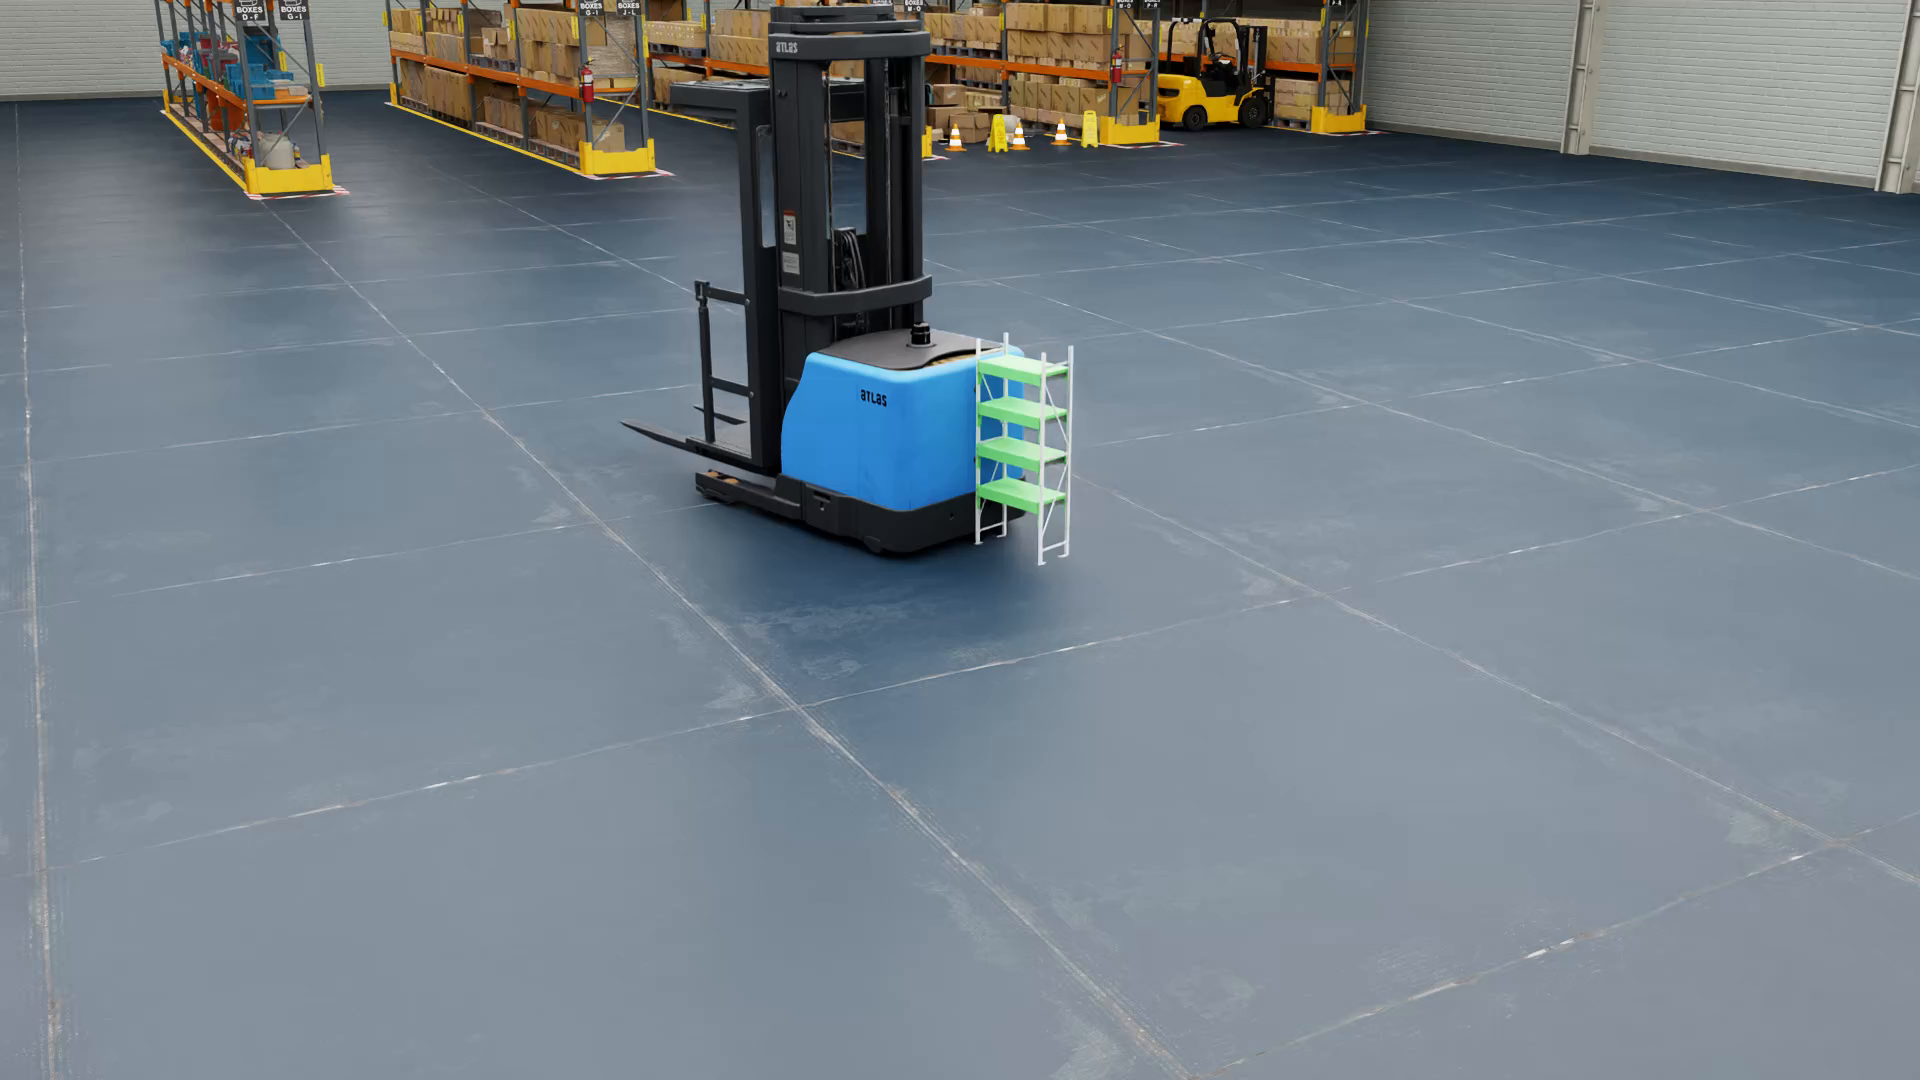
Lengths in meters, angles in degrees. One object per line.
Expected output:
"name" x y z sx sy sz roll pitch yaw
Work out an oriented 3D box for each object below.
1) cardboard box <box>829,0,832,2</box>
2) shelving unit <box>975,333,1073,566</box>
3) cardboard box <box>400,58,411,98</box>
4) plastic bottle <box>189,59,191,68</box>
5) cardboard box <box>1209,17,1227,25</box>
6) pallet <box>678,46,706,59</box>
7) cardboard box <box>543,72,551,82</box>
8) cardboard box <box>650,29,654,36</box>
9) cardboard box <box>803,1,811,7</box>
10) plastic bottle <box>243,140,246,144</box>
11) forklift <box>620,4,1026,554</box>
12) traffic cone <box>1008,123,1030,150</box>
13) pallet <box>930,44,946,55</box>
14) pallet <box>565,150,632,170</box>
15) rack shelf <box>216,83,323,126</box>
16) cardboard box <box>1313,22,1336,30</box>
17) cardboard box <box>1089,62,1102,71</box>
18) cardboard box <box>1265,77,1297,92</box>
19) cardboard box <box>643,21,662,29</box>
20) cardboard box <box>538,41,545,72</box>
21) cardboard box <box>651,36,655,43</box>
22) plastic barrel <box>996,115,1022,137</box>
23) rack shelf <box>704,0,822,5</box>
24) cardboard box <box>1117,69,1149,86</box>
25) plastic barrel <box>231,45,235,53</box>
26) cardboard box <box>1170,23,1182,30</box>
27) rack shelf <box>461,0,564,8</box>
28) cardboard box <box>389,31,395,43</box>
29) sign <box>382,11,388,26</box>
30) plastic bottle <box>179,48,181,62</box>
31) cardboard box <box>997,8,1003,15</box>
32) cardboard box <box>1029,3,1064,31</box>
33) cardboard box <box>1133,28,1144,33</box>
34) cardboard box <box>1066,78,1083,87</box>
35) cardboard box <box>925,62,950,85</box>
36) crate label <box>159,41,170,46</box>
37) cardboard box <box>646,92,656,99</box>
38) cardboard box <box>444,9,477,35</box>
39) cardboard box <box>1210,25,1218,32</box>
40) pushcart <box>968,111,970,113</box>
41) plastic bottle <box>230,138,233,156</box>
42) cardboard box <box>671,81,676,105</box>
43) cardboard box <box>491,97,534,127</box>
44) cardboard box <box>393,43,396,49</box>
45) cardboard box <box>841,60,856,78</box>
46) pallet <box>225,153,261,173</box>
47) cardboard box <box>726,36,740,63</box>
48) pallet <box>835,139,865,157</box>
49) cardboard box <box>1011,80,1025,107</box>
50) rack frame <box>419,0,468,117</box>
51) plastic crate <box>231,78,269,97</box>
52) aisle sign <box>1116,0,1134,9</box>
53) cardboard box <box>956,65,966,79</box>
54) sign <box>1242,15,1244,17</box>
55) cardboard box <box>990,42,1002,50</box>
"cardboard box" -3.033 -13.366 41.086 0.380 0.149 0.250 -10 21 -27
"shelving unit" 0.351 -0.509 9.266 0.258 1.200 0.503 -18 26 -42
"cardboard box" -12.714 -10.971 39.439 0.875 0.875 0.875 -10 21 -27
"plastic bottle" -14.687 -9.138 31.819 0.097 0.201 0.097 0 19 0
"cardboard box" 5.589 -11.165 35.785 0.380 0.149 0.250 -10 21 -26
"pallet" -5.308 -10.488 35.721 1.213 0.211 1.003 -10 21 -27
"cardboard box" -6.828 -7.847 28.160 0.380 0.149 0.250 -10 21 -27
"cardboard box" -6.745 -11.427 37.433 0.380 0.149 0.250 -9 21 -25
"cardboard box" -3.649 -13.384 42.133 0.500 0.500 0.500 -10 21 -26
"plastic bottle" -11.555 -6.335 26.900 0.097 0.271 0.097 0 19 0
"forklift" -1.007 -1.705 10.080 1.130 2.935 3.031 -18 26 -42
"traffic cone" 1.076 -7.345 30.207 0.336 0.463 0.334 -10 21 -27
"pallet" -0.135 -10.907 36.937 1.213 0.211 1.003 -10 21 -27
"pallet" -5.881 -6.297 27.557 1.003 0.211 1.213 -10 21 -27
"rack shelf" -10.799 -6.822 25.905 1.077 0.370 4.000 -10 21 -27
"cardboard box" 7.242 -10.224 33.059 0.380 0.149 0.250 -10 21 -27
"cardboard box" 2.648 -8.901 31.212 0.380 0.149 0.250 -10 22 -27
"cardboard box" 6.609 -9.404 34.324 0.500 0.250 0.500 -10 21 -26
"cardboard box" -6.993 -11.715 37.814 0.380 0.149 0.250 -9 21 -24
"cardboard box" -6.698 -8.275 28.405 0.875 0.500 0.500 -10 21 -27
"cardboard box" -6.741 -11.283 37.473 0.380 0.149 0.250 -10 21 -26
"plastic barrel" 0.918 -8.030 32.254 0.512 0.421 0.421 4 19 11
"rack shelf" -3.926 -10.894 33.109 1.077 0.370 4.000 -10 21 -27
"cardboard box" 4.083 -10.851 39.476 0.875 0.625 0.625 -9 21 -25
"plastic barrel" -12.771 -8.554 29.650 0.421 0.512 0.421 0 19 0
"cardboard box" 4.891 -11.430 37.010 0.380 0.149 0.250 -11 22 -28
"rack shelf" -8.339 -10.155 30.966 1.077 0.370 4.000 -10 21 -27
"cardboard box" -13.098 -11.838 39.113 0.500 0.250 0.500 -11 22 -28
"sign" -13.579 -12.310 39.259 0.100 0.325 0.005 -10 21 -27
"plastic bottle" -15.749 -9.806 33.629 0.061 0.283 0.133 -10 21 -27
"cardboard box" 0.813 -11.217 35.291 0.380 0.149 0.250 -9 21 -24
"cardboard box" 1.788 -10.240 32.567 0.700 0.500 0.500 -11 22 -28
"cardboard box" 4.264 -11.659 38.285 0.500 0.250 0.500 -11 22 -28
"cardboard box" 2.271 -8.807 31.982 0.380 0.149 0.250 -10 21 -26
"cardboard box" -0.822 -10.591 38.341 0.875 0.875 0.875 -10 22 -27
"crate label" -17.619 -11.008 37.099 0.416 0.233 0.303 -10 21 -27
"cardboard box" -7.261 -10.449 39.042 0.380 0.149 0.250 -10 21 -26
"cardboard box" -10.253 -10.764 34.536 0.797 0.503 0.637 -9 21 -25
"cardboard box" 5.618 -11.030 35.849 0.380 0.149 0.250 -10 22 -28
"pushcart" -0.651 -8.431 33.486 0.936 0.377 1.648 16 25 39
"plastic bottle" -11.805 -6.408 27.105 0.152 0.276 0.135 -9 21 -25
"cardboard box" -6.145 -10.002 37.209 0.500 0.500 0.500 -10 21 -26
"cardboard box" -8.679 -8.331 32.334 0.700 0.500 0.500 -12 22 -31
"cardboard box" -13.087 -11.603 39.042 0.380 0.149 0.250 -10 22 -27
"cardboard box" -1.573 -8.419 29.201 0.875 0.550 0.550 -10 21 -27
"pallet" -11.466 -6.218 27.329 1.003 0.211 1.213 -10 21 -27
"cardboard box" -4.417 -9.977 33.792 0.500 0.500 0.500 -10 21 -27
"pallet" -1.526 -6.993 29.574 1.003 0.211 1.213 -10 21 -27
"cardboard box" 1.374 -9.080 33.769 0.500 0.500 0.500 -9 21 -24
"rack frame" -11.188 -10.799 36.330 1.000 3.000 0.127 -10 21 -27
"plastic crate" -10.653 -6.802 24.973 0.499 0.251 0.408 -10 21 -27
"aisle sign" 3.005 -10.056 30.189 0.394 0.787 0.004 -10 21 -27
"cardboard box" 0.207 -13.081 46.125 0.797 0.503 0.637 -11 22 -29
"sign" 6.186 -11.341 36.450 0.100 0.325 0.005 -10 21 -27
"cardboard box" 0.845 -10.223 34.400 0.380 0.149 0.250 -10 21 -26
